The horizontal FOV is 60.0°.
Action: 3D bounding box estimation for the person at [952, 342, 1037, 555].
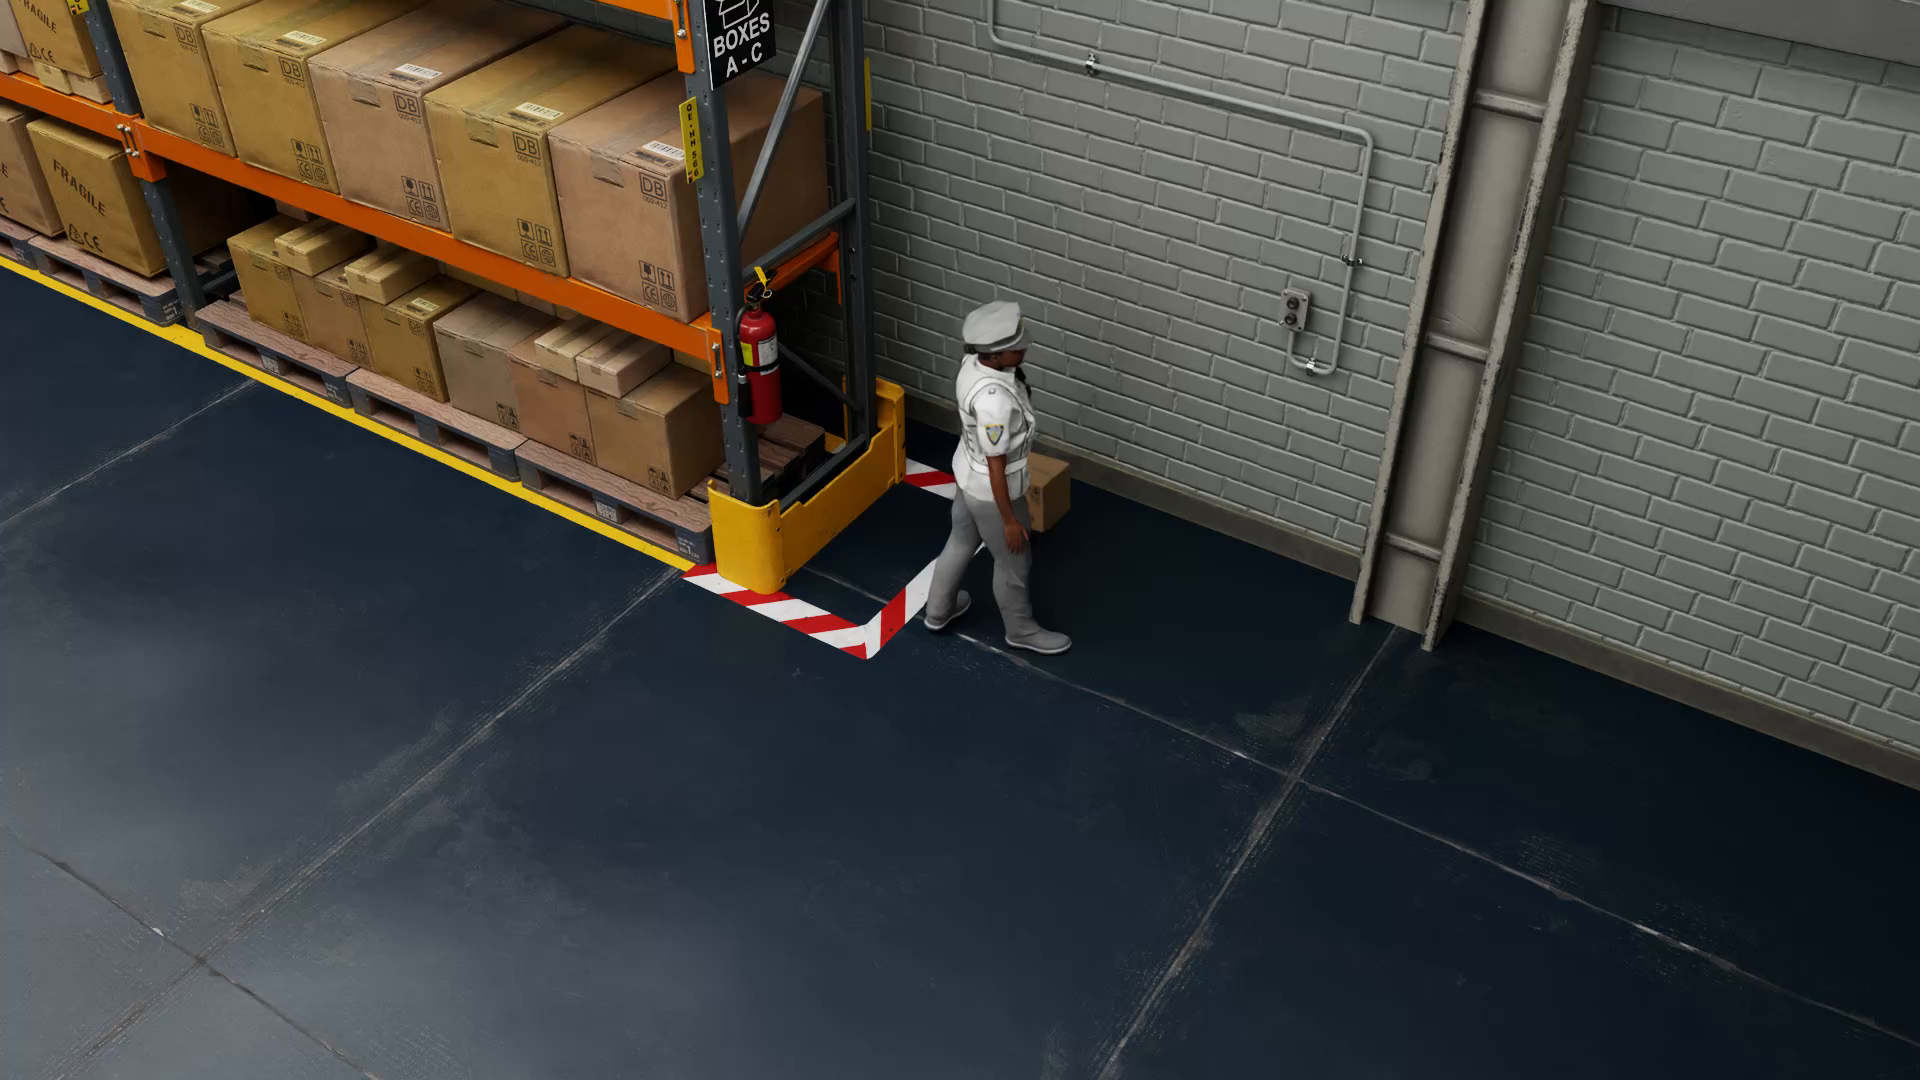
[{"bbox_3d":[0.154,-0.479,6.727,0.343,0.963,0.584,-7,39,-9],"label":"person"}]
